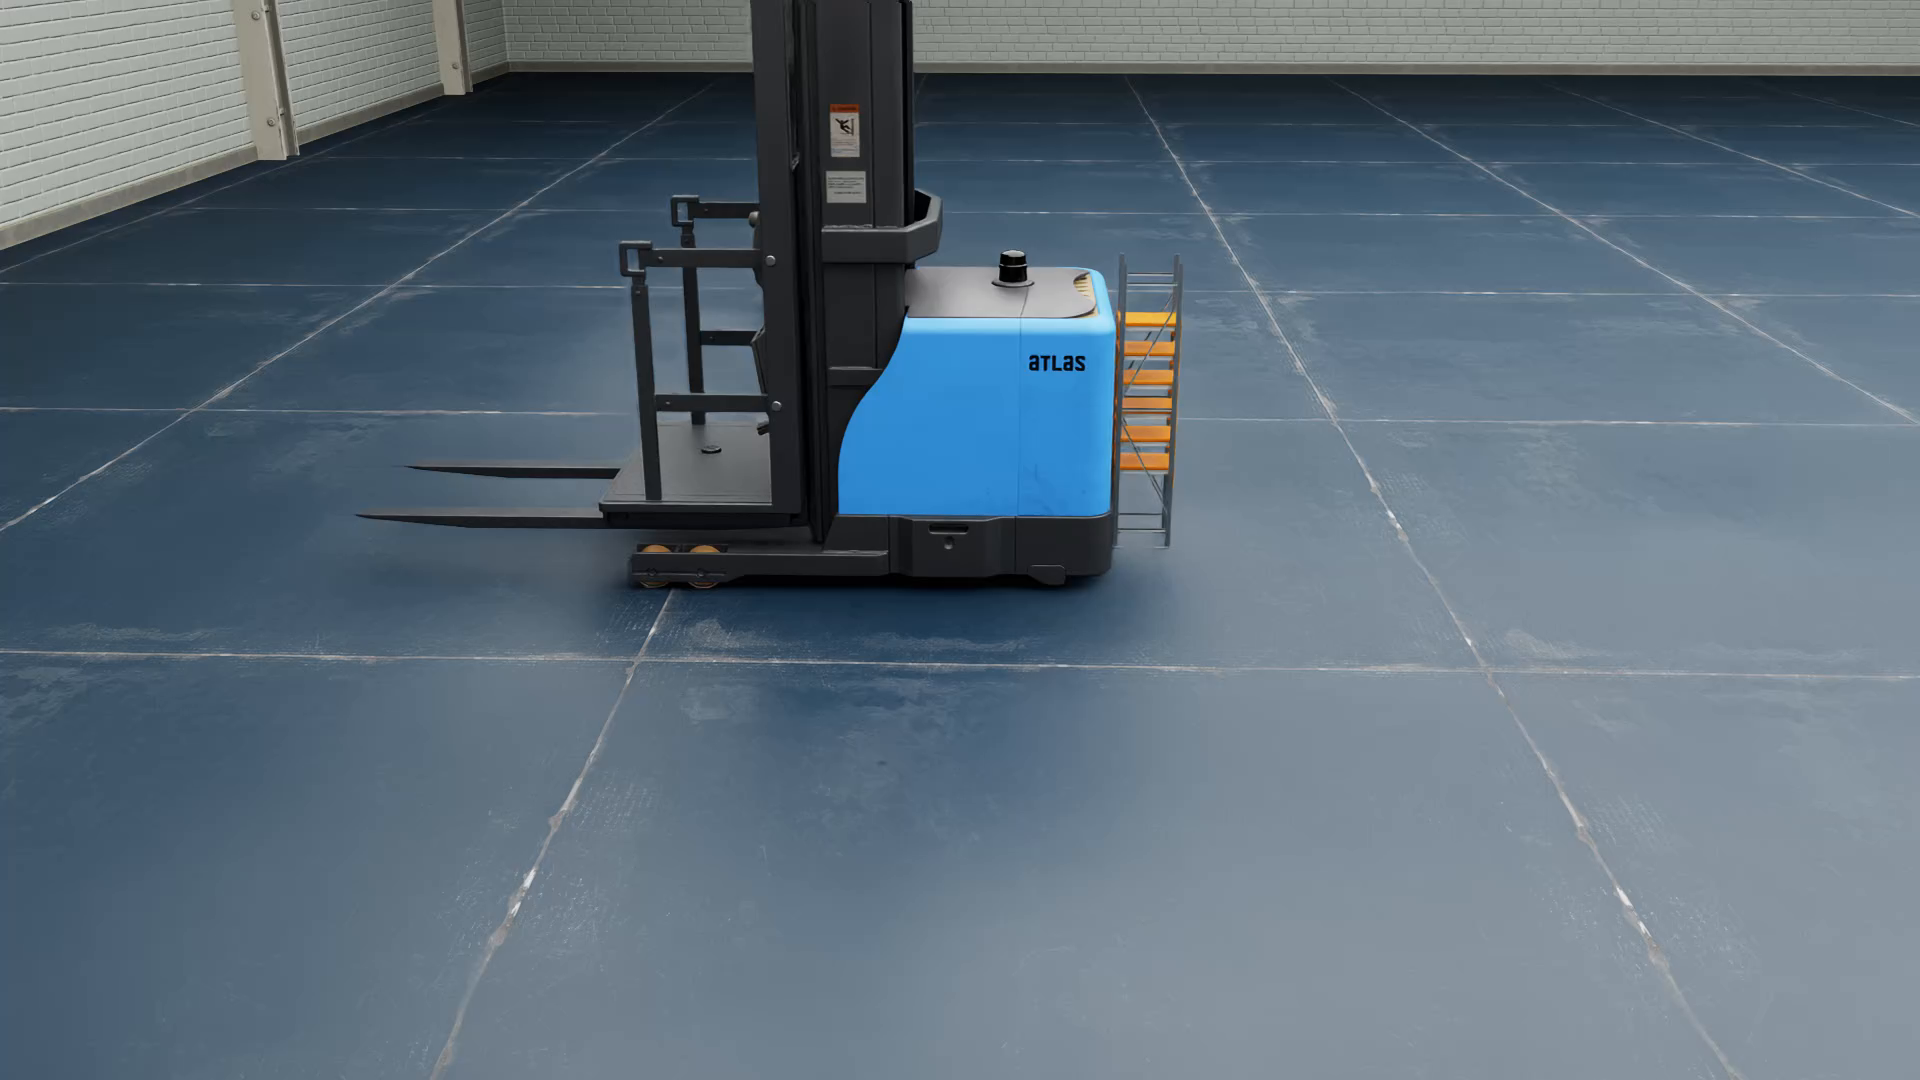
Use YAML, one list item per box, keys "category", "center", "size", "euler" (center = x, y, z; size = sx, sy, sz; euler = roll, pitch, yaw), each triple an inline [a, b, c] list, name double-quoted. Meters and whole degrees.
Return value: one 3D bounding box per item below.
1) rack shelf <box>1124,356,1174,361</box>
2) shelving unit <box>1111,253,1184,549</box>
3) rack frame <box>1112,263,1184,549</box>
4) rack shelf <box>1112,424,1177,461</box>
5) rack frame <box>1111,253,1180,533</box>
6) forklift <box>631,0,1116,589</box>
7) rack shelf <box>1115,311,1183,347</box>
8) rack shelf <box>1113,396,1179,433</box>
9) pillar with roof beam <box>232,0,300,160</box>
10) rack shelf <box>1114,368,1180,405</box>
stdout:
- category: "rack shelf"
  center: [0.758, -0.757, 6.726]
  size: [0.199, 0.020, 0.166]
  euler: [1, 21, 2]
- category: "shelving unit"
  center: [0.758, -0.557, 6.804]
  size: [0.258, 1.200, 0.189]
  euler: [1, 21, 2]
- category: "rack frame"
  center: [0.755, -0.523, 6.719]
  size: [0.240, 1.200, 0.006]
  euler: [1, 21, 2]
- category: "rack shelf"
  center: [0.758, -0.403, 6.864]
  size: [0.258, 0.103, 0.180]
  euler: [1, 21, 2]
- category: "rack frame"
  center: [0.760, -0.590, 6.889]
  size: [0.240, 1.200, 0.006]
  euler: [1, 21, 2]
- category: "forklift"
  center: [-0.906, -1.365, 6.496]
  size: [3.031, 2.935, 1.130]
  euler: [1, 21, 2]
- category: "rack shelf"
  center: [0.758, -0.851, 6.690]
  size: [0.258, 0.103, 0.180]
  euler: [1, 21, 2]
- category: "rack shelf"
  center: [0.758, -0.515, 6.820]
  size: [0.258, 0.103, 0.180]
  euler: [1, 21, 2]
- category: "pillar with roof beam"
  center: [-2.792, -8.128, 15.536]
  size: [9.100, 9.000, 0.400]
  euler: [1, 21, 2]
- category: "rack shelf"
  center: [0.758, -0.627, 6.777]
  size: [0.258, 0.103, 0.180]
  euler: [1, 21, 2]
